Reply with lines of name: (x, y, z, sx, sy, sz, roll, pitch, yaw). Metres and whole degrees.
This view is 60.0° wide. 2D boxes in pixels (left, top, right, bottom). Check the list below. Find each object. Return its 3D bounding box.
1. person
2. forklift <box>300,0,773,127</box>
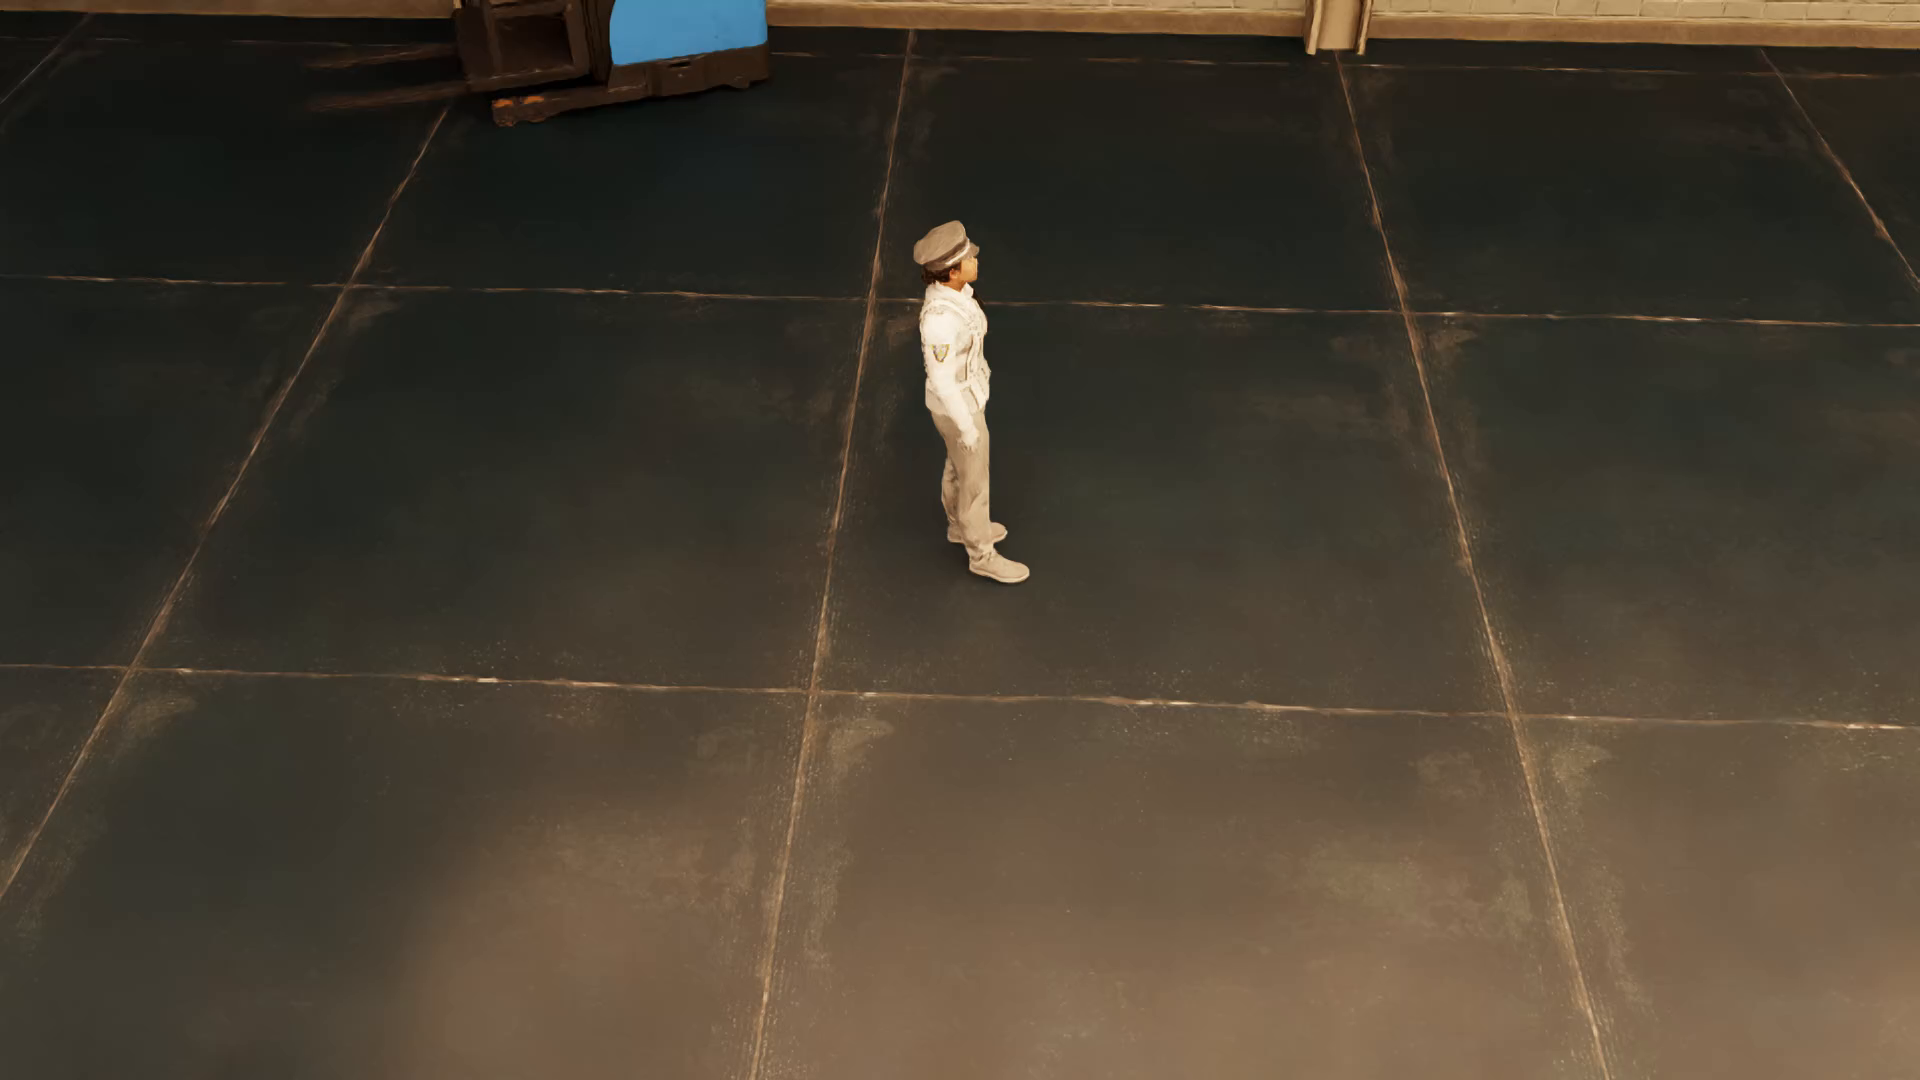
person: (0.067, -0.625, 7.332, 0.533, 1.695, 0.586, 2, 42, 2)
forklift: (-2.846, -4.185, 10.326, 3.031, 2.935, 1.130, -12, 44, -13)
